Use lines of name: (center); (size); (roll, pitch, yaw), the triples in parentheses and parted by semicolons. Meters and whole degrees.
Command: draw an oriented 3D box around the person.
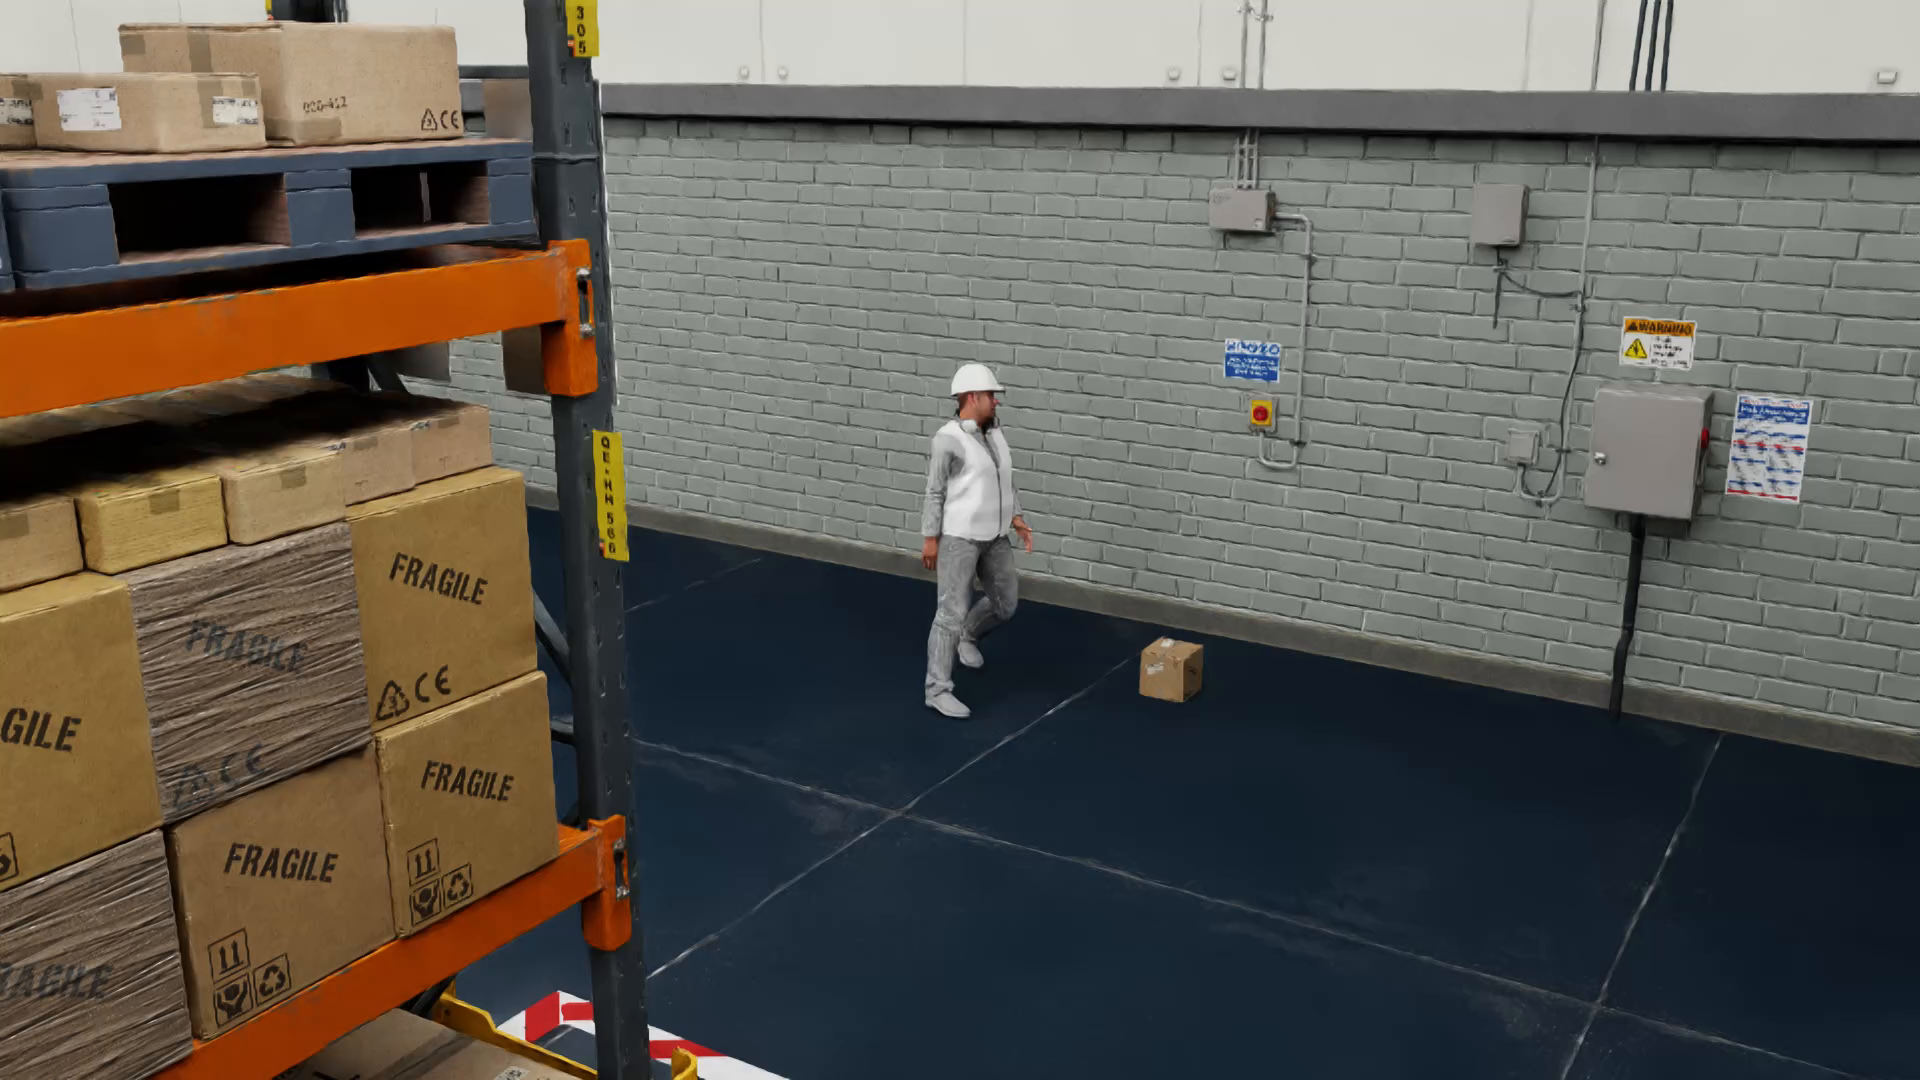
person: (0.032, -0.021, 8.612); (0.582, 1.749, 0.714); (11, 19, 34)
